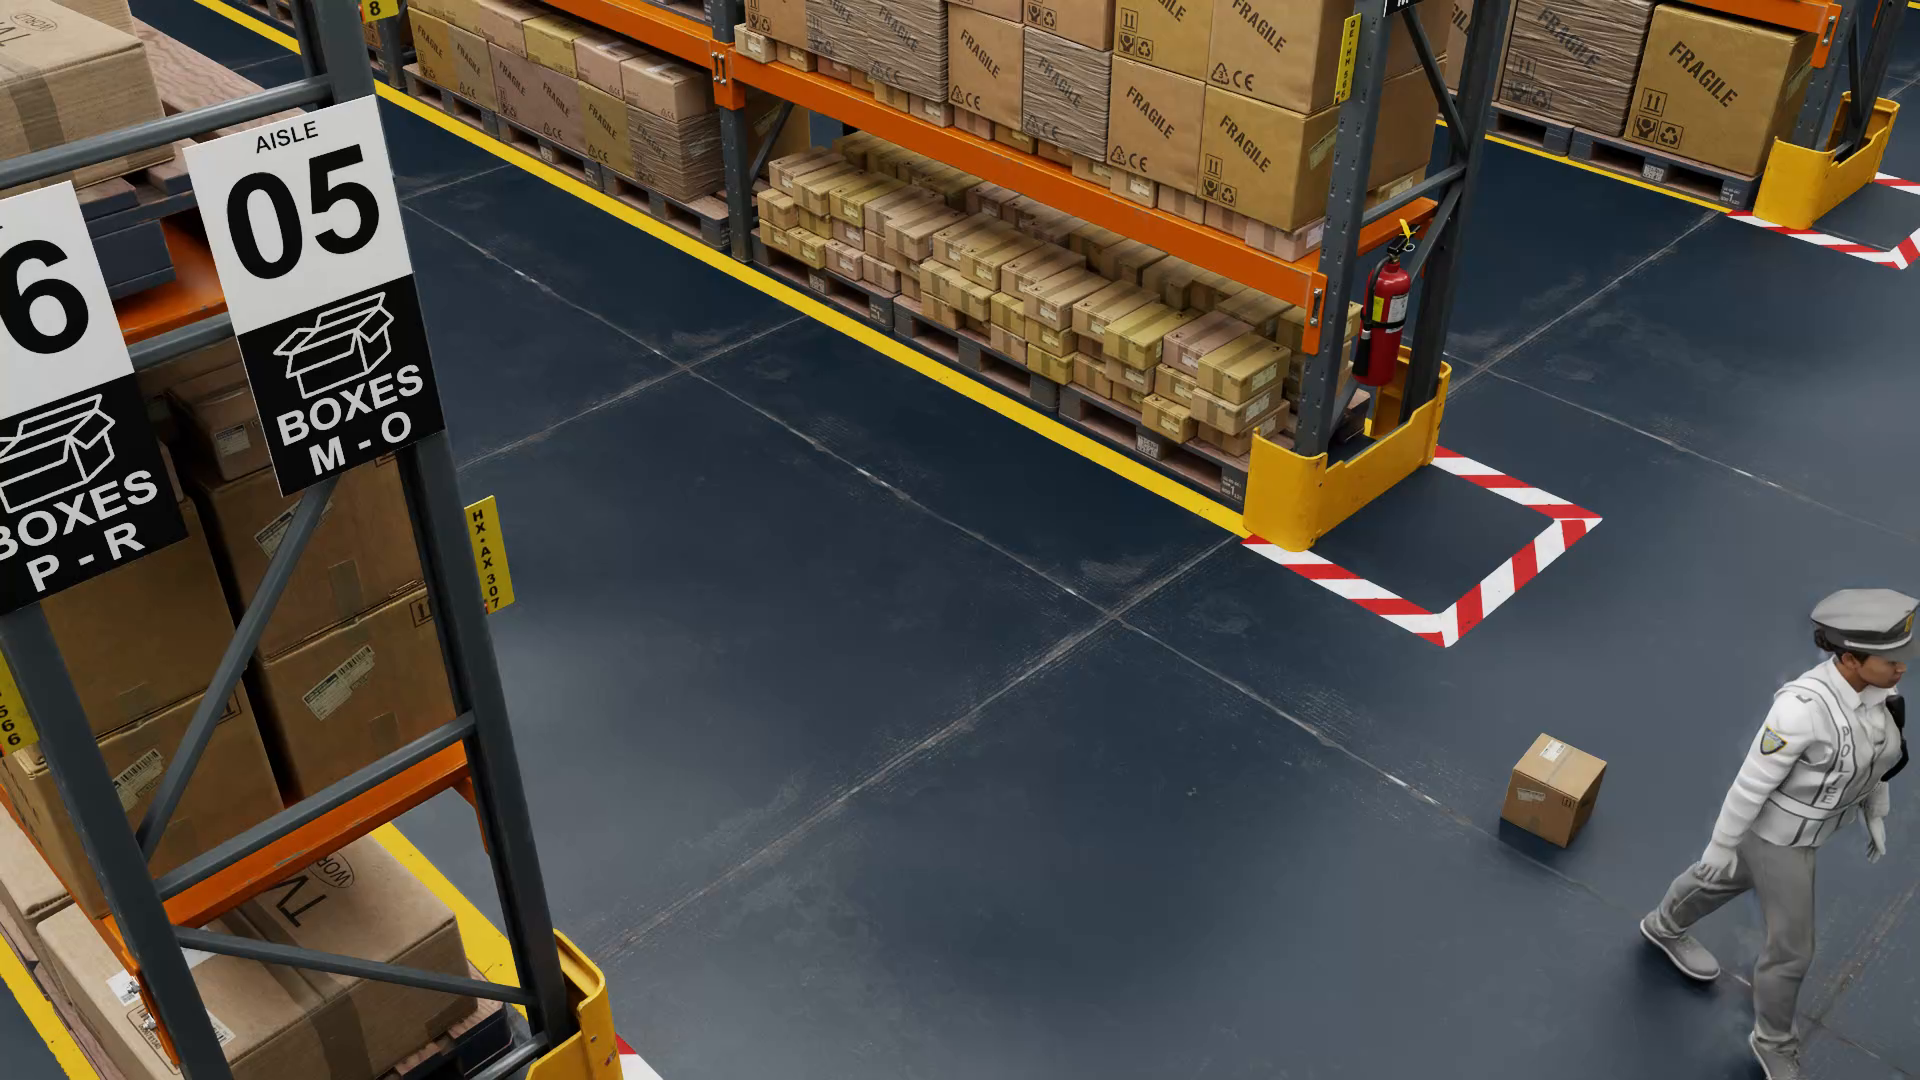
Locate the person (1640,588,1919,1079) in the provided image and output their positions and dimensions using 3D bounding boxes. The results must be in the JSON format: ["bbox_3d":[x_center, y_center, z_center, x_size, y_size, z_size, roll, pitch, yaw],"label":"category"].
[{"bbox_3d":[2.500,0.869,4.925,0.551,1.709,0.761,-23,42,-28],"label":"person"}]
